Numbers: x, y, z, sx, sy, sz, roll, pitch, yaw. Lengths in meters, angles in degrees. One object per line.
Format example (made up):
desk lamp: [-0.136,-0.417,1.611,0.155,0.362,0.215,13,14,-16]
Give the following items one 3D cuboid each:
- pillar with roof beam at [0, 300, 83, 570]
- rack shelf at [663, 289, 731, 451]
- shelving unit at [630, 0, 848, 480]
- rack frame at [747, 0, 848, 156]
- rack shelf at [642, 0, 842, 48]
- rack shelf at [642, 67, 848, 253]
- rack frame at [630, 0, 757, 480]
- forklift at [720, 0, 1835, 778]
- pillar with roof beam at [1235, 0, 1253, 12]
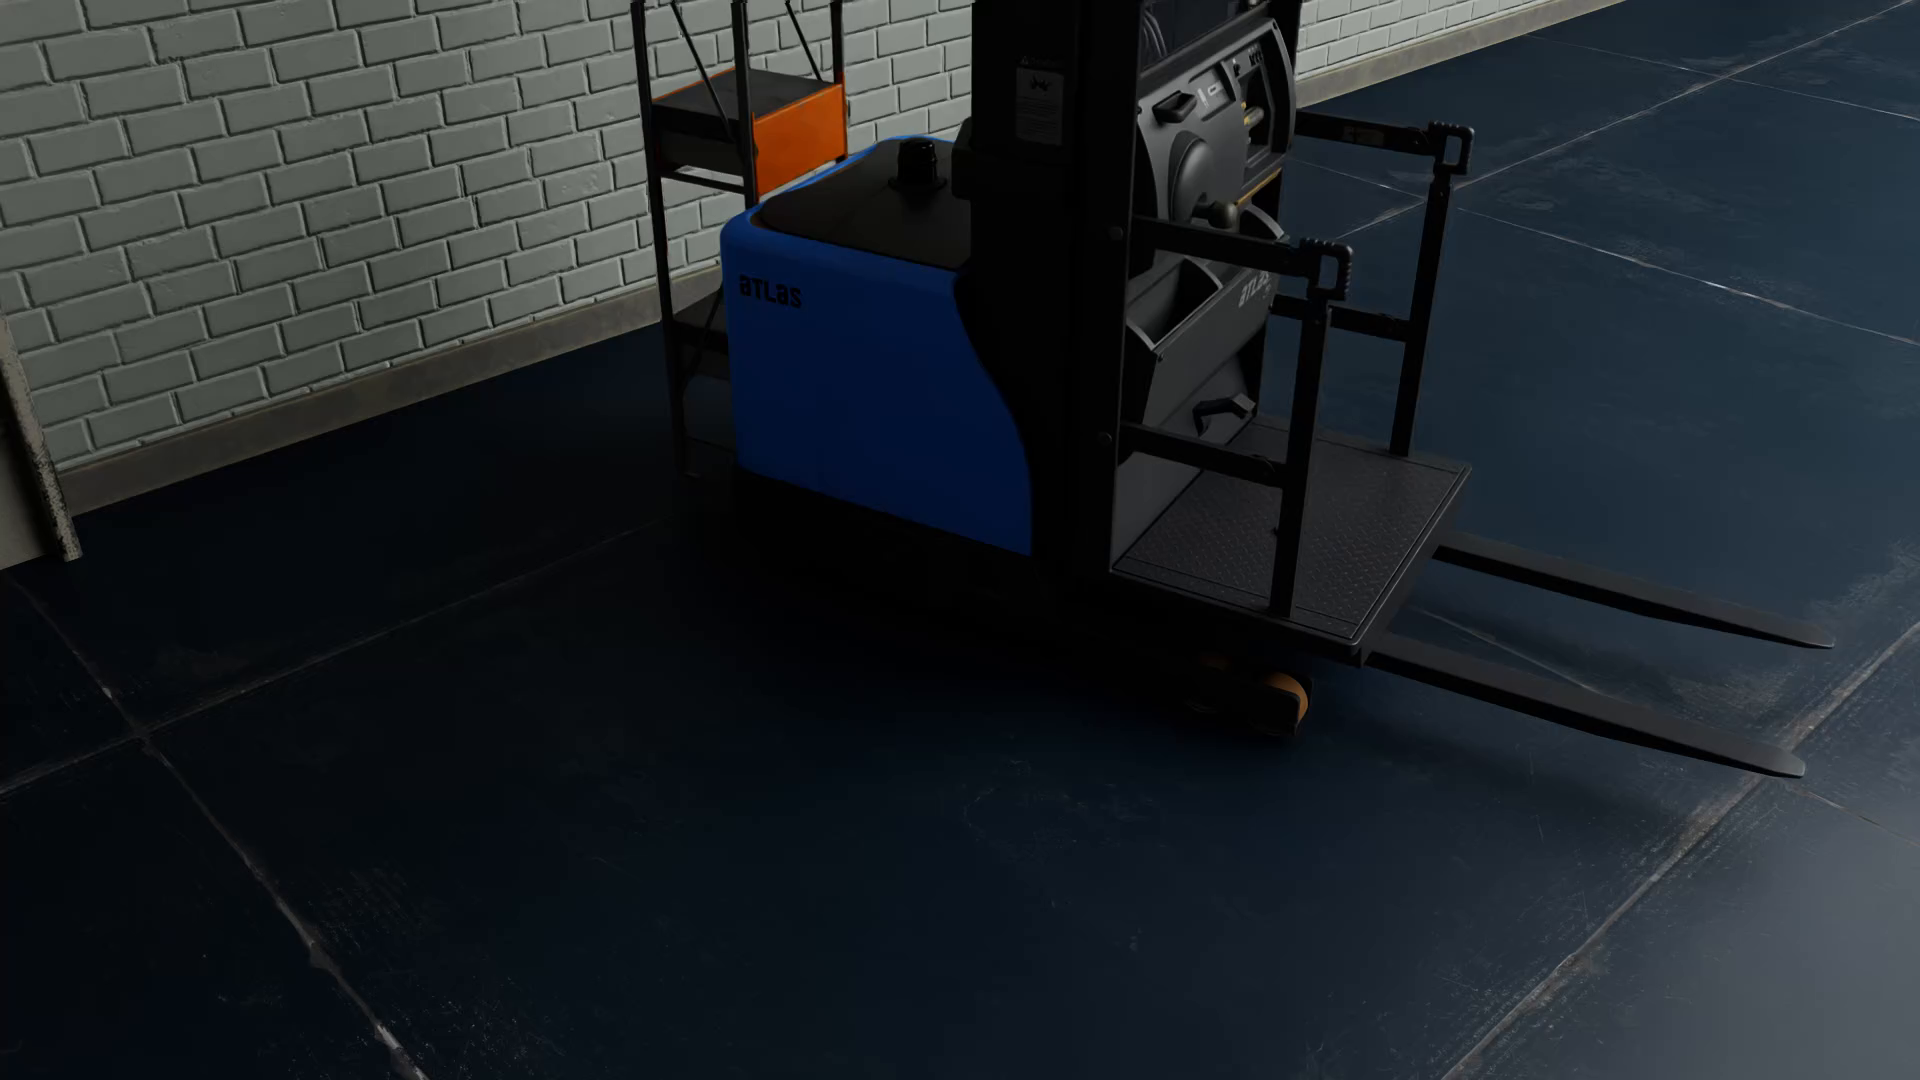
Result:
pillar with roof beam: [-0.048,-2.132,0.110,0.400,9.000,9.100,-26,40,-35]
rack shelf: [-0.654,-0.572,5.540,0.431,0.518,0.480,17,35,25]
shelving unit: [-0.654,-1.181,5.168,0.431,2.100,0.503,17,35,25]
rack frame: [-0.532,-1.291,5.348,0.400,2.100,0.015,17,35,25]
rack shelf: [-0.654,-1.766,4.810,0.431,0.518,0.480,17,35,25]
rack shelf: [-0.654,-1.169,5.175,0.431,0.518,0.480,17,35,25]
rack frame: [-0.777,-1.070,4.988,0.400,2.100,0.015,17,35,25]
forklift: [0.841,-1.050,4.157,3.031,2.935,1.130,17,35,25]
pillar with roof beam: [4.352,-4.260,3.591,0.400,9.000,9.100,-26,40,-35]
